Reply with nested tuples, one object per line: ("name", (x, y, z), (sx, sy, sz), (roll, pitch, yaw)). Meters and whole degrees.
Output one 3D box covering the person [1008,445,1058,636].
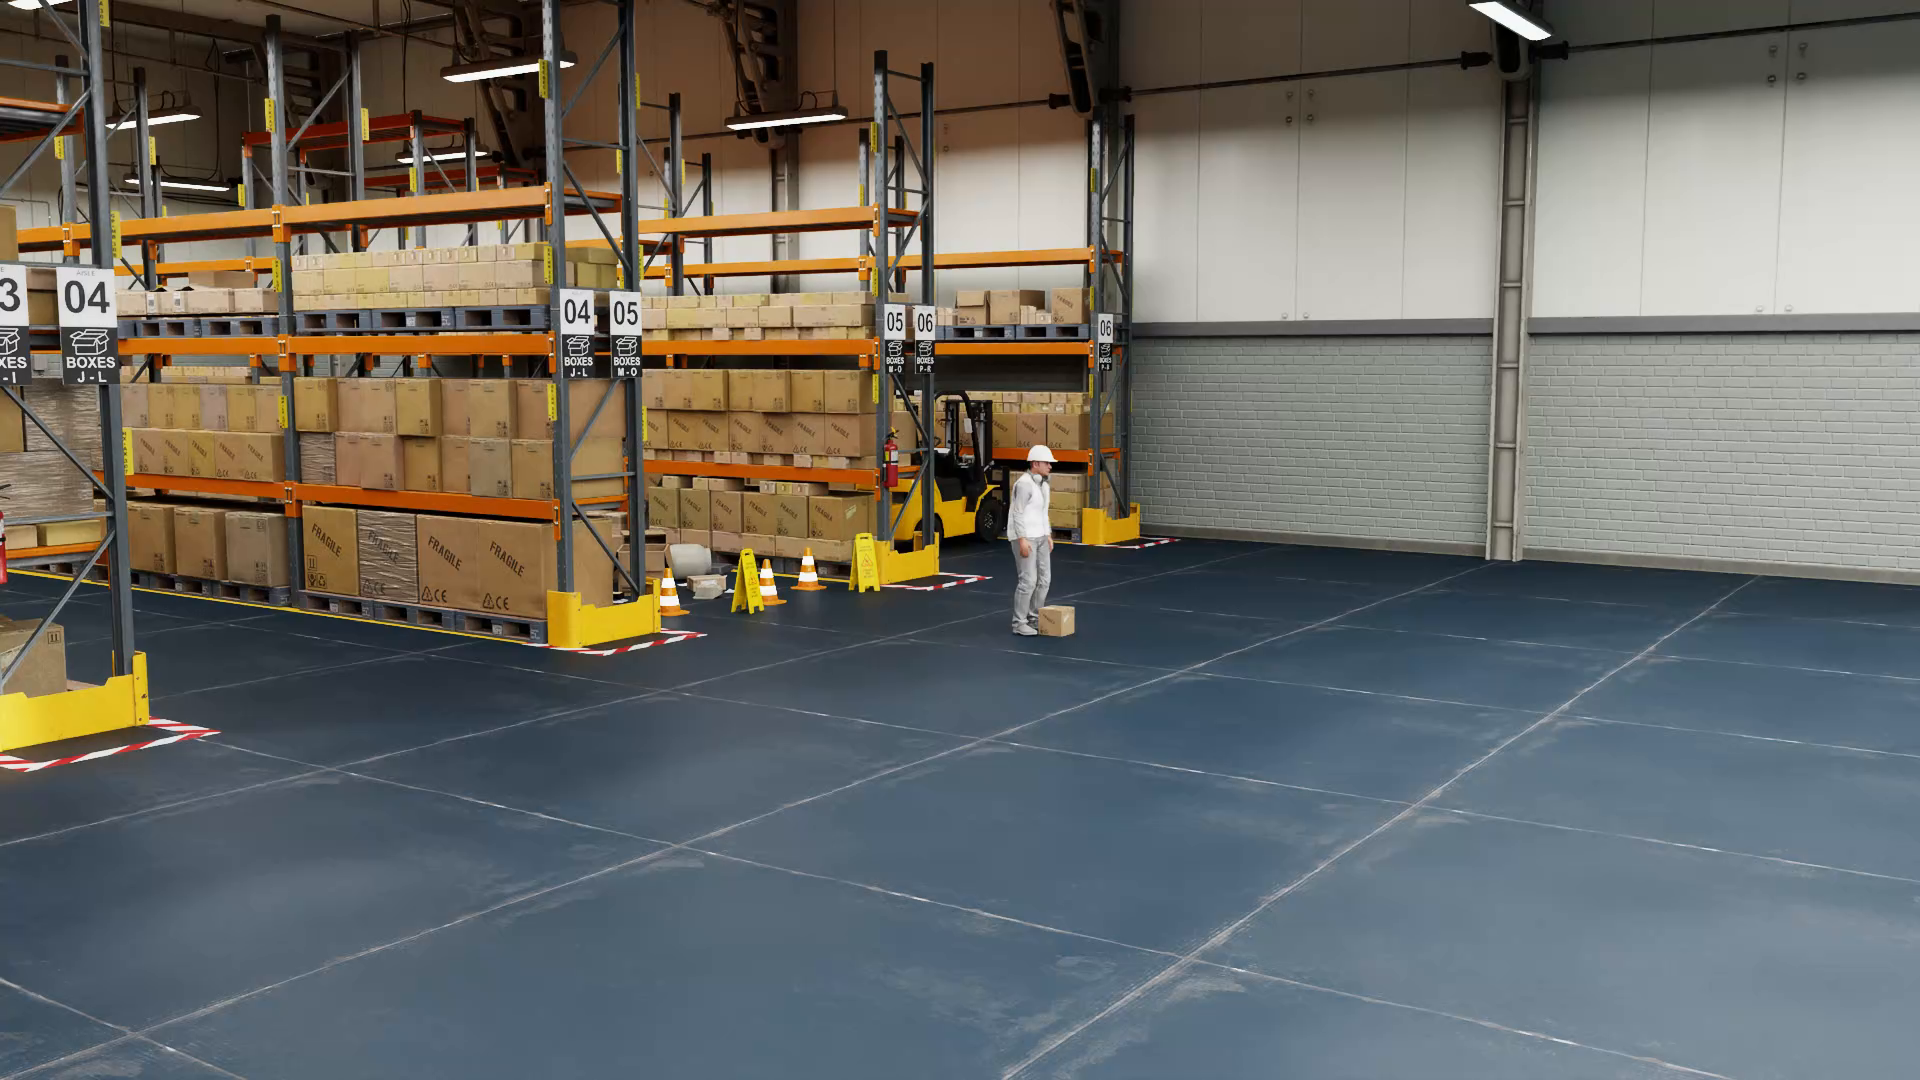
("person", (0.696, -0.010, 15.735), (0.463, 1.772, 0.589), (4, 7, 32))
